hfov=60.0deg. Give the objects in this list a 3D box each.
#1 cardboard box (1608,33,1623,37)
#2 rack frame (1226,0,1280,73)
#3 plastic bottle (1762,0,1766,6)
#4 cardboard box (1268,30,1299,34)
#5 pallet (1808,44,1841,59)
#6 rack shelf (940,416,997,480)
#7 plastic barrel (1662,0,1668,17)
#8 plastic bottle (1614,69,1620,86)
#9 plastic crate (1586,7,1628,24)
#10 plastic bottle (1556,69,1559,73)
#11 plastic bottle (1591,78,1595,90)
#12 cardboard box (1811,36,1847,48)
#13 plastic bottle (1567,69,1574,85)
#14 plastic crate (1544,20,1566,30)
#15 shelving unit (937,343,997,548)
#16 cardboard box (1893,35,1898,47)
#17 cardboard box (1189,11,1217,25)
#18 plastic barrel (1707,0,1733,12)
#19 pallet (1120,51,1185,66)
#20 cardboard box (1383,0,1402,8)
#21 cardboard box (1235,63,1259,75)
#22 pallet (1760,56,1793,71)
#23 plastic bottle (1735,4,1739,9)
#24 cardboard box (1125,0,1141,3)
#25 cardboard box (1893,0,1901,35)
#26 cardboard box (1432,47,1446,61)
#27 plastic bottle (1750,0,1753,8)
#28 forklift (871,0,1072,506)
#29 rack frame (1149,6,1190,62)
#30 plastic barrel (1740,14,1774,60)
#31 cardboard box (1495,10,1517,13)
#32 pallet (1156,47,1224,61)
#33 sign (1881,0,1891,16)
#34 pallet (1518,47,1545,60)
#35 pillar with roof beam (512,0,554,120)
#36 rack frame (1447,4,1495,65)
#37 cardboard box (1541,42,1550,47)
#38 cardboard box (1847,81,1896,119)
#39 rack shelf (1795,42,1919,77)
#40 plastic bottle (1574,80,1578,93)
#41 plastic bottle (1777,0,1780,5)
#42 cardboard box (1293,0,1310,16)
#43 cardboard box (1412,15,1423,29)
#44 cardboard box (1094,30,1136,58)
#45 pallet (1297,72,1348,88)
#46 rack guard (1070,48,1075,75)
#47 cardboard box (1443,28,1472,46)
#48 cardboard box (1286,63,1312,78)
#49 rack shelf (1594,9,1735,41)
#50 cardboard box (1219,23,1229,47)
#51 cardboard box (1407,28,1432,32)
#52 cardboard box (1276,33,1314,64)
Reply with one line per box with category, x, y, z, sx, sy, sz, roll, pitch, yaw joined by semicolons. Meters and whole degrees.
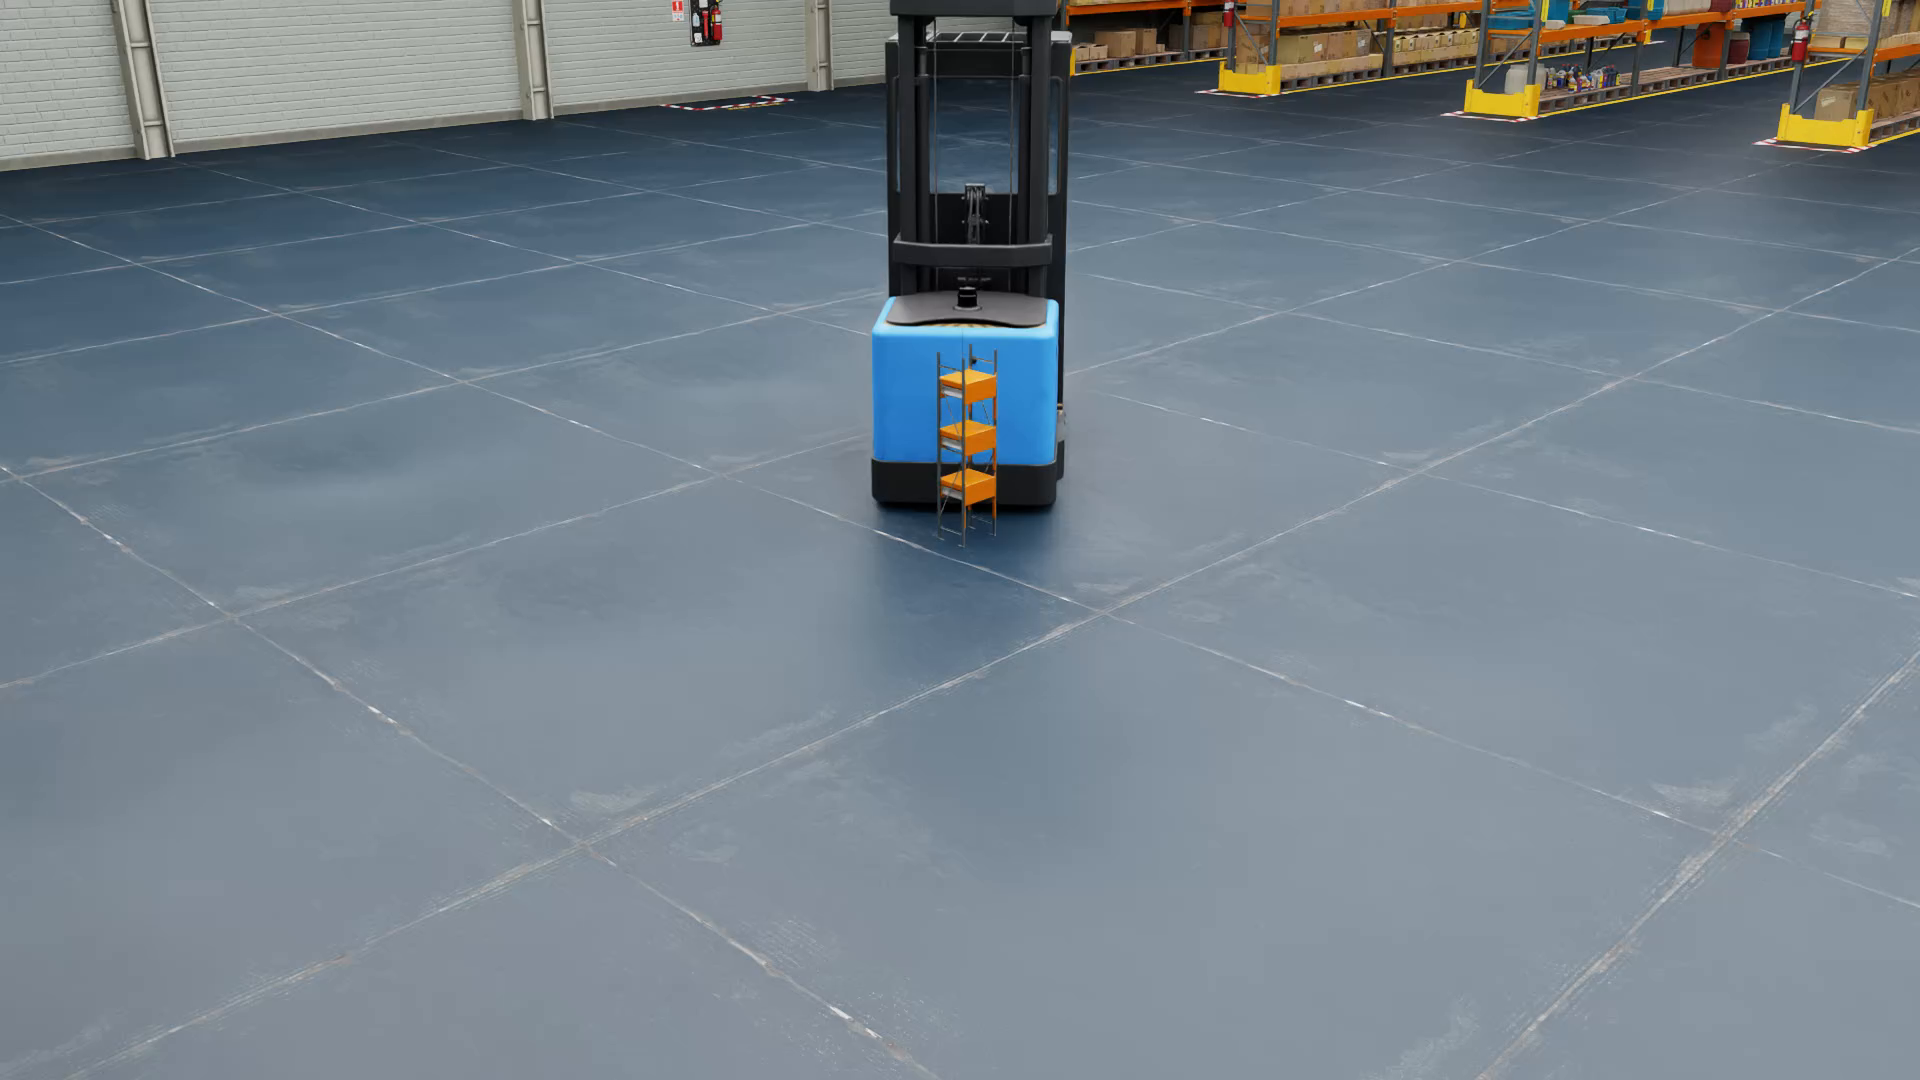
cardboard box;15.570;-12.203;39.861;0.500;0.250;0.500;19;28;41
rack frame;5.295;-9.606;29.886;1.000;3.000;0.127;19;28;41
plastic bottle;15.923;-10.751;33.037;0.152;0.276;0.135;19;28;41
cardboard box;6.143;-9.342;31.400;0.500;0.500;0.500;19;28;41
pallet;19.400;-10.974;37.333;1.003;0.211;1.213;19;28;41
rack shelf;0.037;-0.494;8.926;0.215;0.259;0.240;19;28;41
plastic barrel;12.456;-9.648;29.806;0.433;0.535;0.433;0;21;0
plastic bottle;11.533;-8.125;29.205;0.133;0.283;0.061;-18;28;-39
plastic crate;11.054;-8.972;28.443;0.499;0.251;0.616;19;28;41
plastic bottle;10.495;-8.147;29.263;0.133;0.283;0.061;-19;28;-40
plastic bottle;10.851;-7.845;28.591;0.097;0.201;0.097;0;21;0
cardboard box;12.441;-7.134;23.803;0.380;0.149;0.250;19;28;41
plastic bottle;10.757;-8.154;29.299;0.097;0.271;0.097;0;21;0
plastic crate;9.696;-8.392;27.095;0.298;0.136;0.250;19;28;41
shelving unit;0.037;-0.504;8.922;0.215;1.050;0.252;19;28;41
cardboard box;13.293;-7.212;24.006;0.380;0.149;0.250;19;28;41
cardboard box;5.340;-11.569;36.819;0.500;0.250;0.500;19;28;40
plastic barrel;14.316;-10.290;31.477;0.600;0.536;0.708;19;28;41
pallet;4.090;-10.390;35.813;1.003;0.211;1.213;19;28;41
cardboard box;8.398;-10.702;32.946;0.500;0.250;0.500;-18;27;-39
cardboard box;5.457;-8.731;30.855;0.500;0.250;0.500;19;28;41
pallet;16.645;-9.961;34.695;1.003;0.211;1.213;19;28;41
plastic bottle;14.956;-10.394;32.110;0.152;0.276;0.135;19;28;41
cardboard box;3.377;-11.226;34.282;0.500;0.250;0.500;20;28;41
cardboard box;13.056;-7.604;24.124;0.875;0.500;0.500;19;28;41
cardboard box;9.617;-9.984;34.117;0.500;0.250;0.500;-20;28;-41
plastic bottle;15.472;-10.536;32.582;0.097;0.201;0.097;0;21;0
forklift;0.123;-2.047;10.316;1.130;2.935;3.031;2;21;4
rack frame;4.534;-11.873;35.785;1.000;3.000;0.127;19;28;41
plastic barrel;16.327;-10.349;34.159;0.600;0.901;0.708;19;28;41
cardboard box;12.107;-11.630;36.977;0.500;0.250;0.500;19;28;40
pallet;5.076;-10.772;36.806;1.003;0.211;1.213;19;28;41
sign;12.779;-7.394;22.925;0.100;0.325;0.005;19;28;41
pallet;12.275;-10.856;37.024;1.003;0.211;1.213;19;28;41
pillar with roof beam;-3.675;-9.880;22.236;9.100;9.000;0.400;19;28;41
rack frame;10.876;-11.663;35.237;1.000;3.000;0.127;19;28;41
cardboard box;12.826;-11.277;37.104;0.500;0.500;0.500;20;29;41
cardboard box;13.681;-6.630;25.041;0.500;0.500;0.500;-17;27;-37
rack shelf;13.785;-7.304;24.900;1.077;0.370;4.000;19;28;41
plastic bottle;10.402;-7.679;28.160;0.097;0.201;0.097;0;21;0
plastic bottle;16.469;-10.952;33.560;0.152;0.276;0.135;19;28;41
cardboard box;5.993;-9.906;30.527;0.500;0.500;0.700;-19;28;-41
cardboard box;11.422;-13.385;42.617;0.500;0.500;0.700;-19;28;-41
cardboard box;3.236;-10.362;34.722;0.700;0.500;0.500;17;27;37
pallet;6.650;-8.824;31.737;1.003;0.211;1.213;19;28;41
rack guard;1.796;-9.698;33.609;1.175;0.500;0.348;19;28;41
cardboard box;10.329;-10.505;34.691;0.500;0.311;0.500;19;28;40
cardboard box;6.175;-8.730;30.855;0.500;0.250;0.500;19;28;41
rack shelf;13.027;-9.572;30.800;1.077;0.370;4.000;19;28;41
cardboard box;5.745;-11.372;37.350;0.700;0.500;0.500;20;28;41
cardboard box;9.582;-10.508;34.698;0.500;0.311;0.500;18;28;39
cardboard box;6.176;-9.080;30.719;0.500;0.500;0.500;19;28;41
